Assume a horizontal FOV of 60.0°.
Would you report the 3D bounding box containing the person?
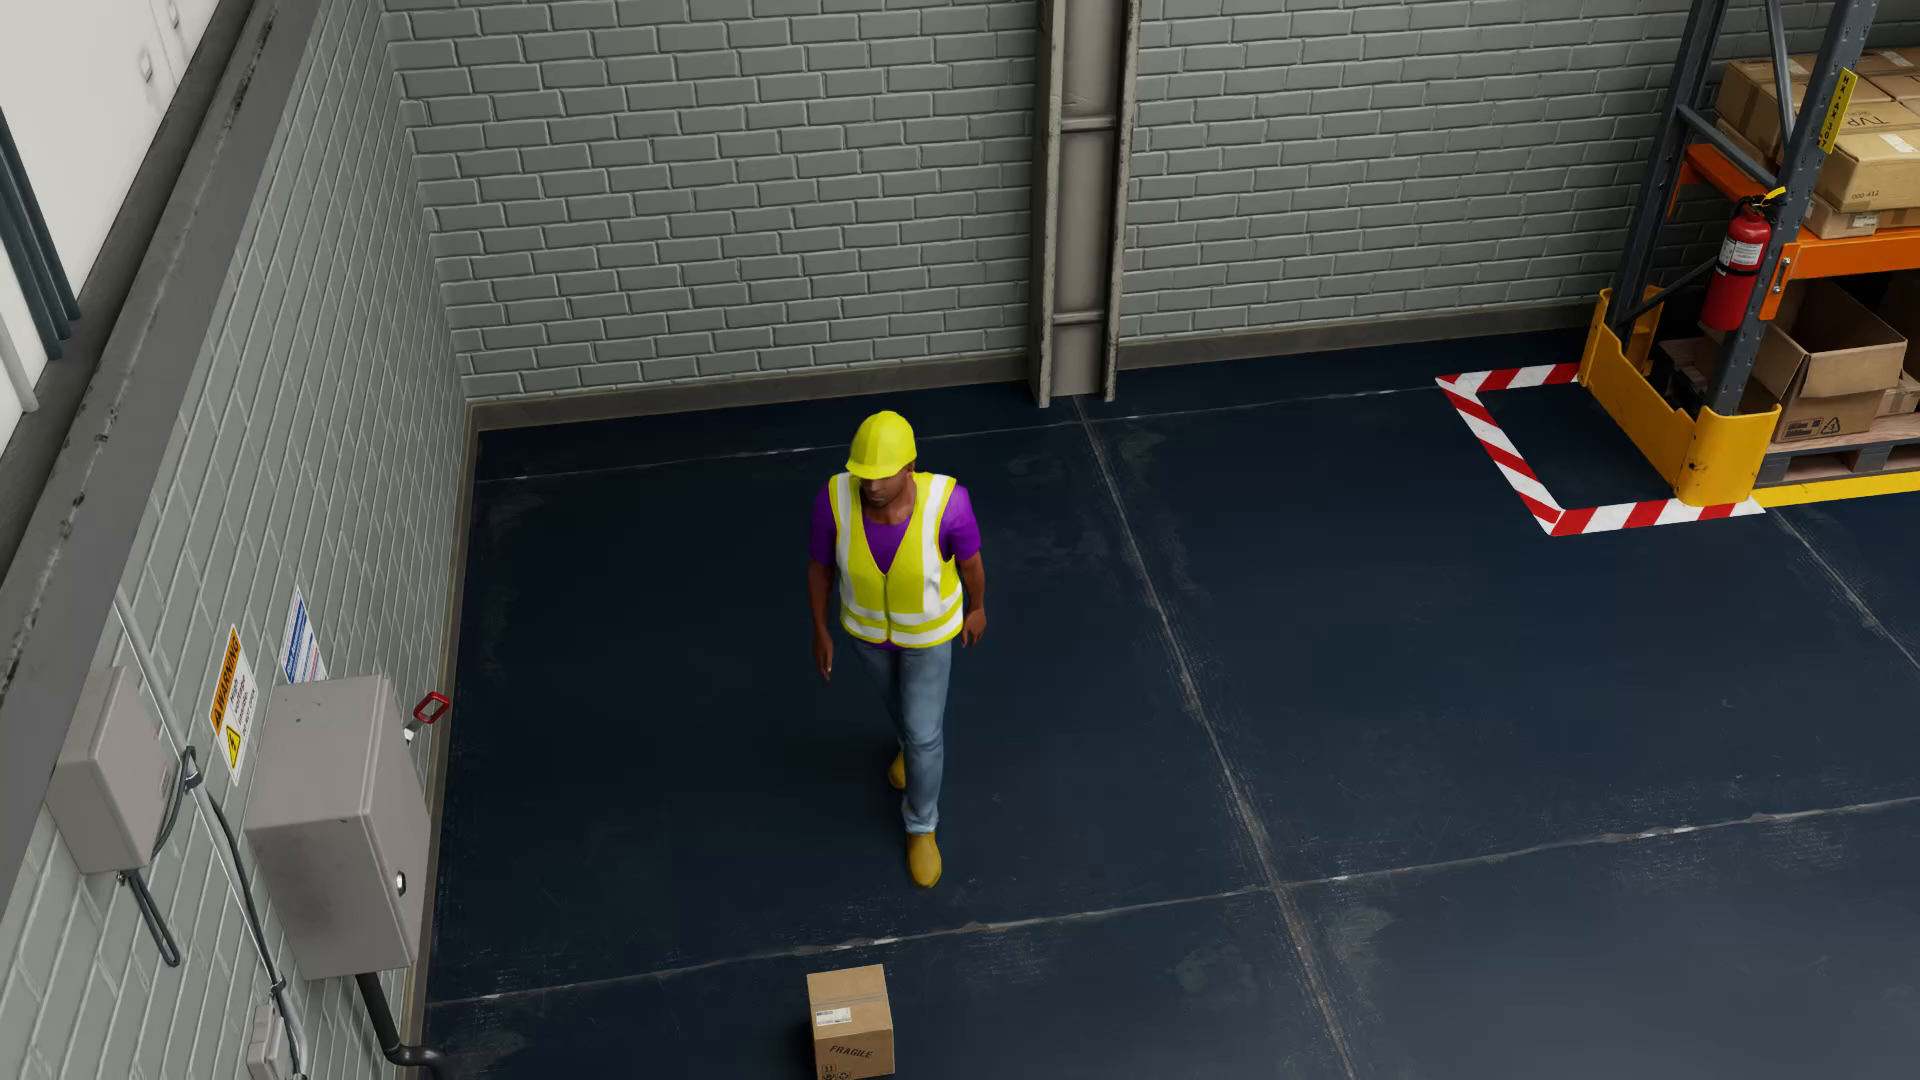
[{"bbox_3d":[-0.236,0.318,5.733,0.582,1.782,0.722,9,39,11],"label":"person"}]
